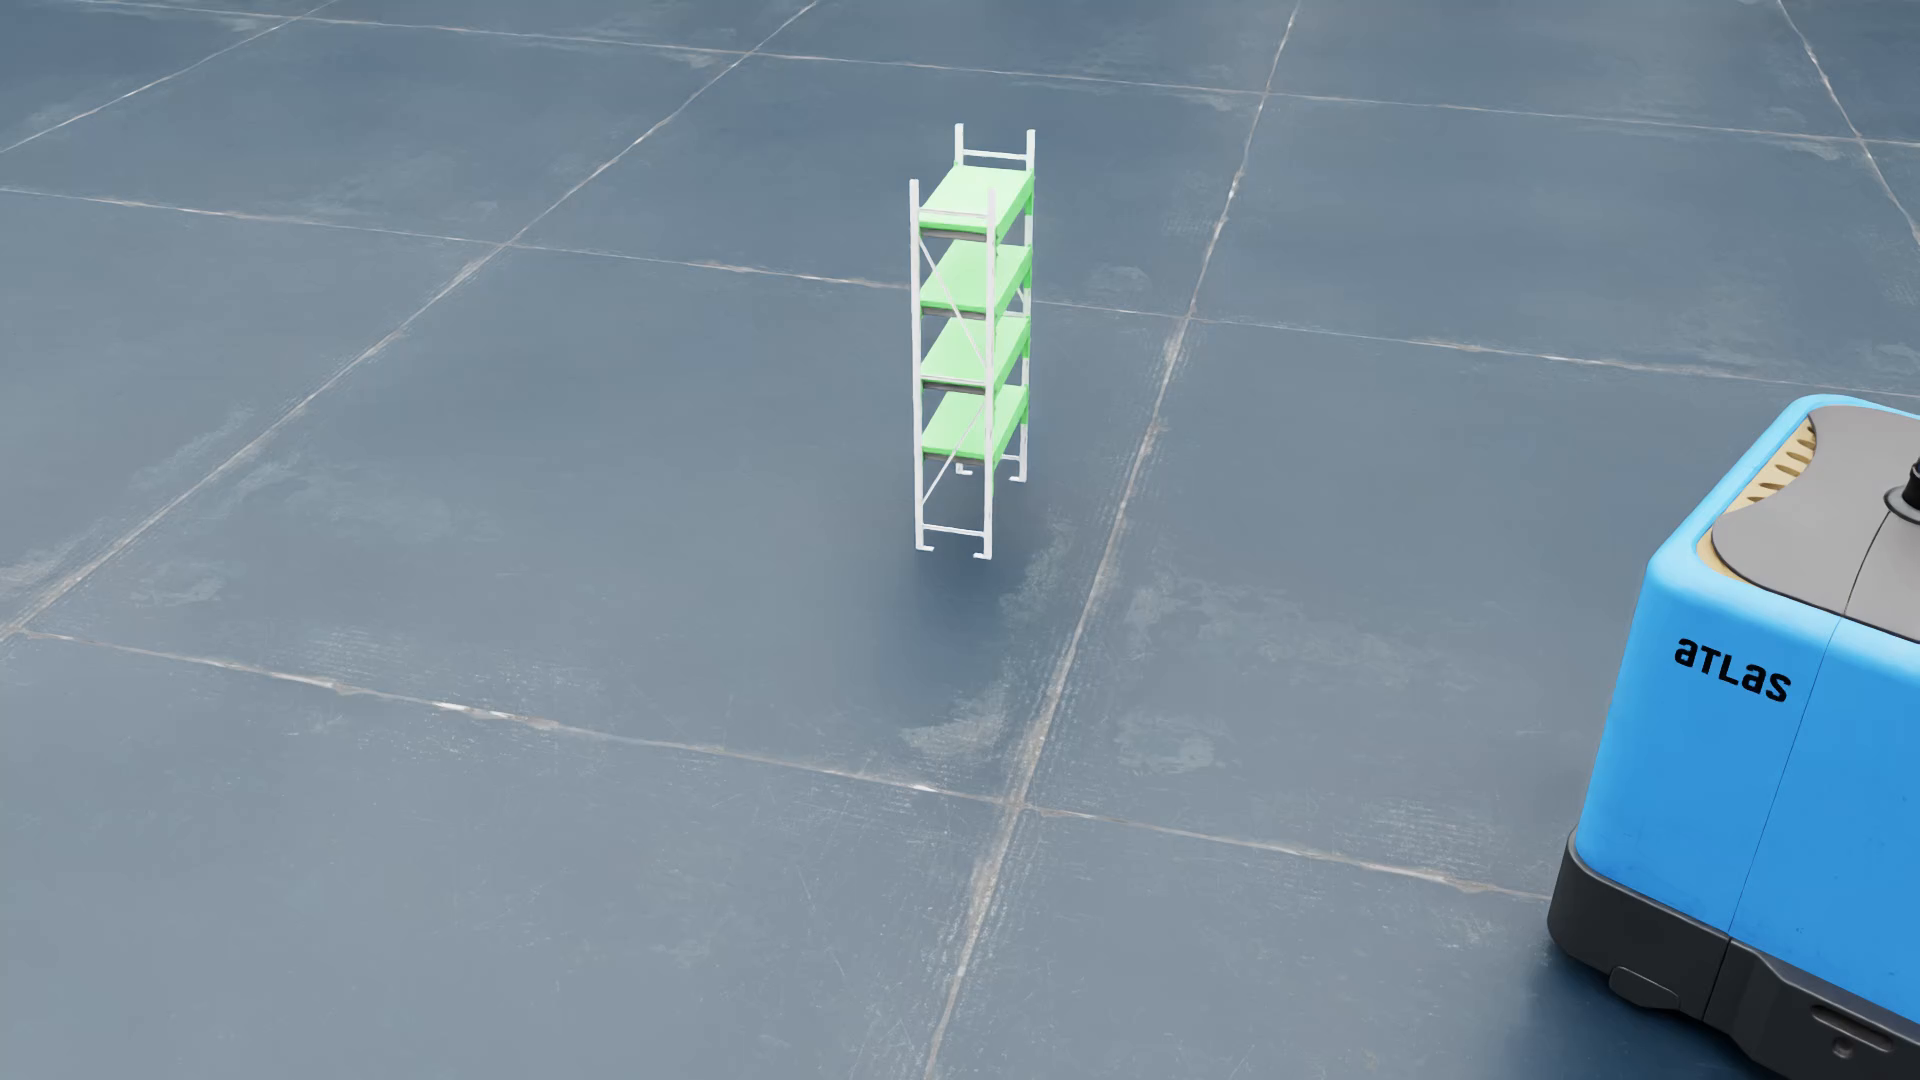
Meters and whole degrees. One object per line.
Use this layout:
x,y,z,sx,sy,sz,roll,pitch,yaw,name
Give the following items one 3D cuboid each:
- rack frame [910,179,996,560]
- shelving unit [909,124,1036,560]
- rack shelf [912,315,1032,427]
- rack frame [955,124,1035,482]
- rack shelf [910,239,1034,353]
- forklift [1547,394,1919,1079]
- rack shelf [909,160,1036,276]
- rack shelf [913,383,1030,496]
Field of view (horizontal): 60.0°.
-0.020,-0.466,4.864,0.240,1.200,0.015,8,33,12,rack frame
0.042,-0.592,5.063,0.258,1.200,0.503,8,33,12,shelving unit
0.042,-0.538,5.098,0.258,0.148,0.480,8,33,12,rack shelf
0.104,-0.719,5.262,0.240,1.200,0.015,8,33,12,rack frame
0.042,-0.741,4.969,0.258,0.148,0.480,8,33,12,rack shelf
2.773,0.020,2.486,3.031,2.935,1.130,24,40,33,forklift
0.042,-0.943,4.840,0.258,0.148,0.480,8,33,12,rack shelf
0.042,-0.336,5.226,0.258,0.148,0.480,8,33,12,rack shelf
